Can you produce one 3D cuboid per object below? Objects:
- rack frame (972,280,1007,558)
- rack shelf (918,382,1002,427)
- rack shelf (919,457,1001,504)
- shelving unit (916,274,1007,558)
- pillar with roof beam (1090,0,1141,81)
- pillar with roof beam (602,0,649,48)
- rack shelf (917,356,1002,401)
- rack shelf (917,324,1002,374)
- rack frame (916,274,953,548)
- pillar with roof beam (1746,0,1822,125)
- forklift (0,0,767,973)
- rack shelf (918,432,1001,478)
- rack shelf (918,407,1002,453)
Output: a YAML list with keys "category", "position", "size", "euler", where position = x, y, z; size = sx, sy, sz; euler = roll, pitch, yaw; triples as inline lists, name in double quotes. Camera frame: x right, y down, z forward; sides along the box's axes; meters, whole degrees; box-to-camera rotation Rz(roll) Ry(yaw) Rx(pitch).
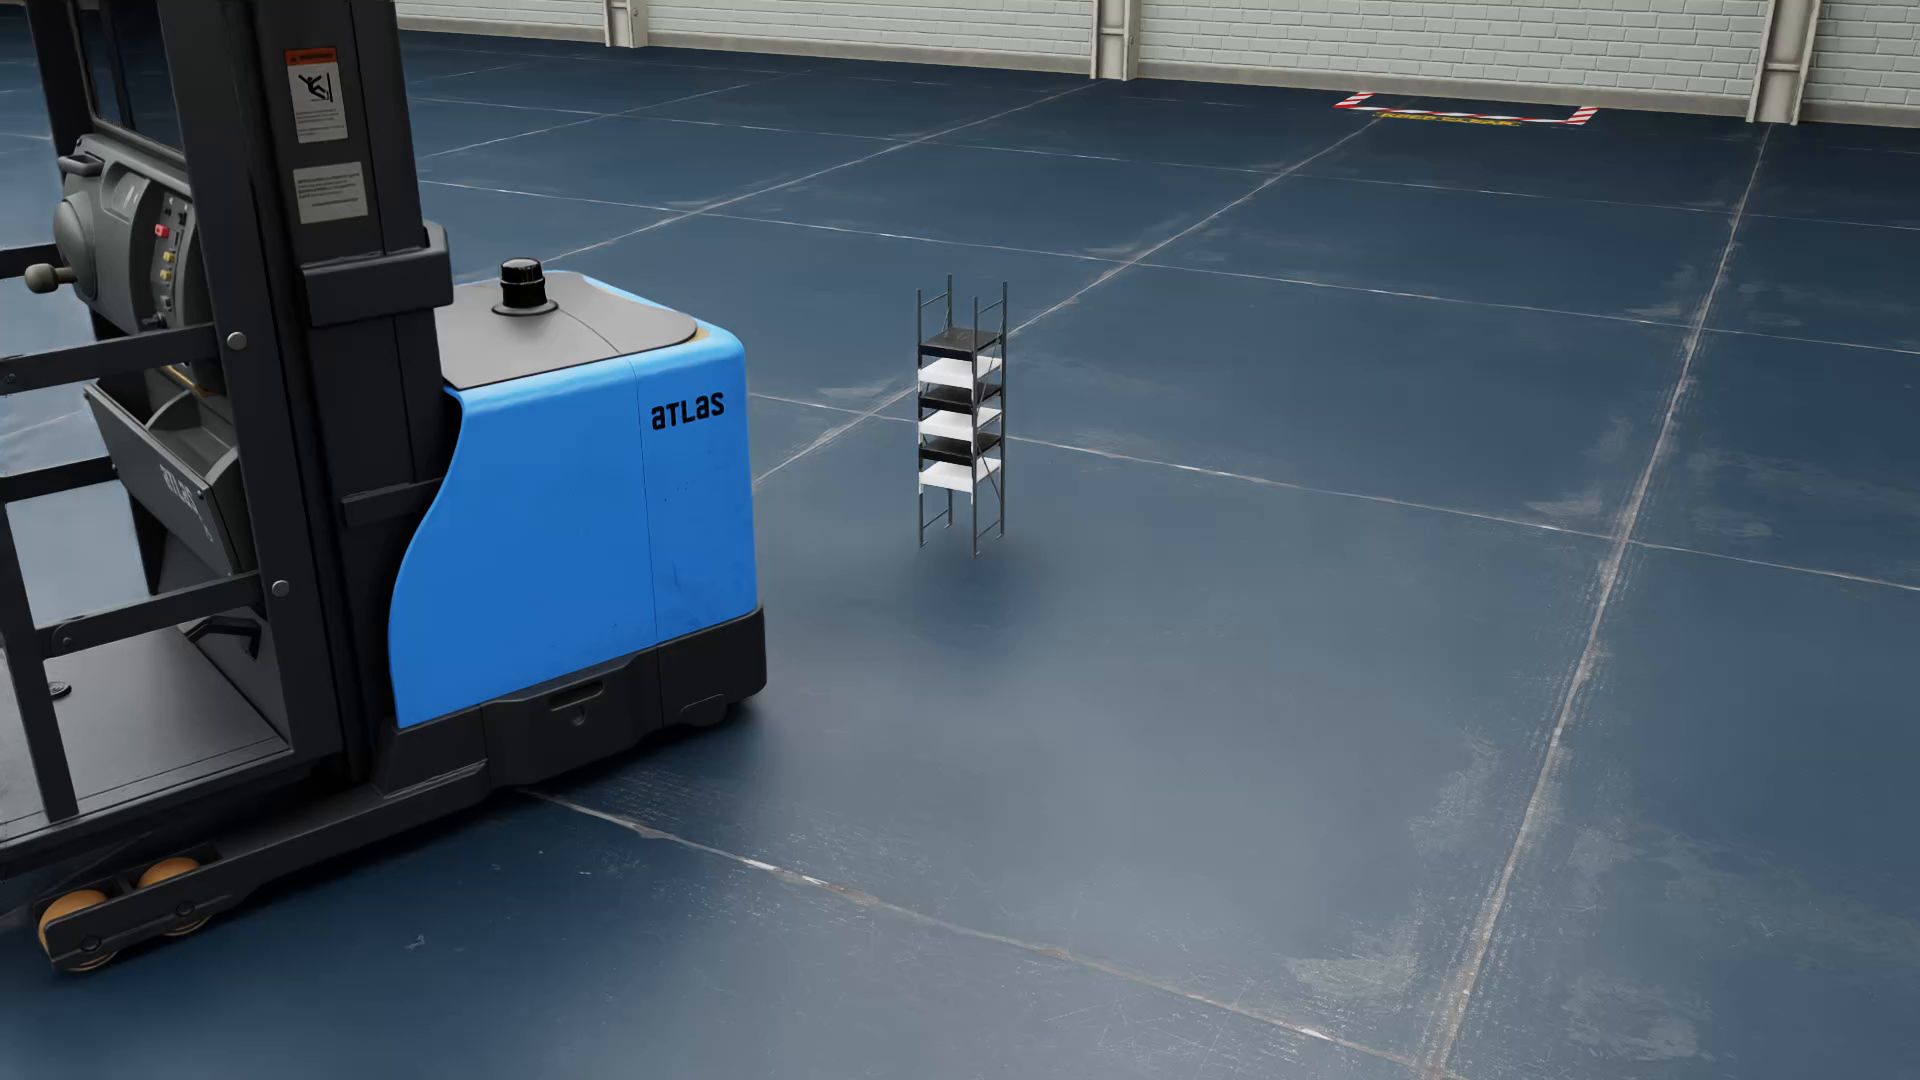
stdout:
- category: "rack frame"
  position: [0.098, -0.395, 5.528]
  size: [0.006, 0.900, 0.240]
  euler: [11, 25, 25]
- category: "rack shelf"
  position: [0.007, -0.465, 5.548]
  size: [0.200, 0.077, 0.258]
  euler: [11, 25, 25]
- category: "rack shelf"
  position: [0.007, -0.216, 5.654]
  size: [0.200, 0.077, 0.258]
  euler: [11, 25, 25]
- category: "shelving unit"
  position: [0.007, -0.413, 5.571]
  size: [0.210, 0.900, 0.258]
  euler: [11, 25, 25]
- category: "pillar with roof beam"
  position: [-0.403, -7.253, 11.306]
  size: [0.400, 9.000, 9.100]
  euler: [11, 25, 25]
- category: "pillar with roof beam"
  position: [-5.757, -8.312, 13.797]
  size: [0.400, 9.000, 9.100]
  euler: [11, 25, 25]
- category: "rack shelf"
  position: [0.007, -0.548, 5.513]
  size: [0.200, 0.077, 0.258]
  euler: [11, 25, 25]
- category: "rack shelf"
  position: [0.007, -0.630, 5.478]
  size: [0.200, 0.077, 0.258]
  euler: [11, 25, 25]
- category: "rack frame"
  position: [-0.083, -0.431, 5.613]
  size: [0.006, 0.900, 0.240]
  euler: [11, 25, 25]
- category: "pillar with roof beam"
  position: [4.952, -6.193, 8.814]
  size: [0.400, 9.000, 9.100]
  euler: [11, 25, 25]
- category: "forklift"
  position: [-1.991, -0.656, 3.547]
  size: [3.031, 2.935, 1.130]
  euler: [-18, 29, -36]
- category: "rack shelf"
  position: [0.007, -0.299, 5.619]
  size: [0.200, 0.077, 0.258]
  euler: [11, 25, 25]
- category: "rack shelf"
  position: [0.007, -0.382, 5.584]
  size: [0.200, 0.077, 0.258]
  euler: [11, 25, 25]
